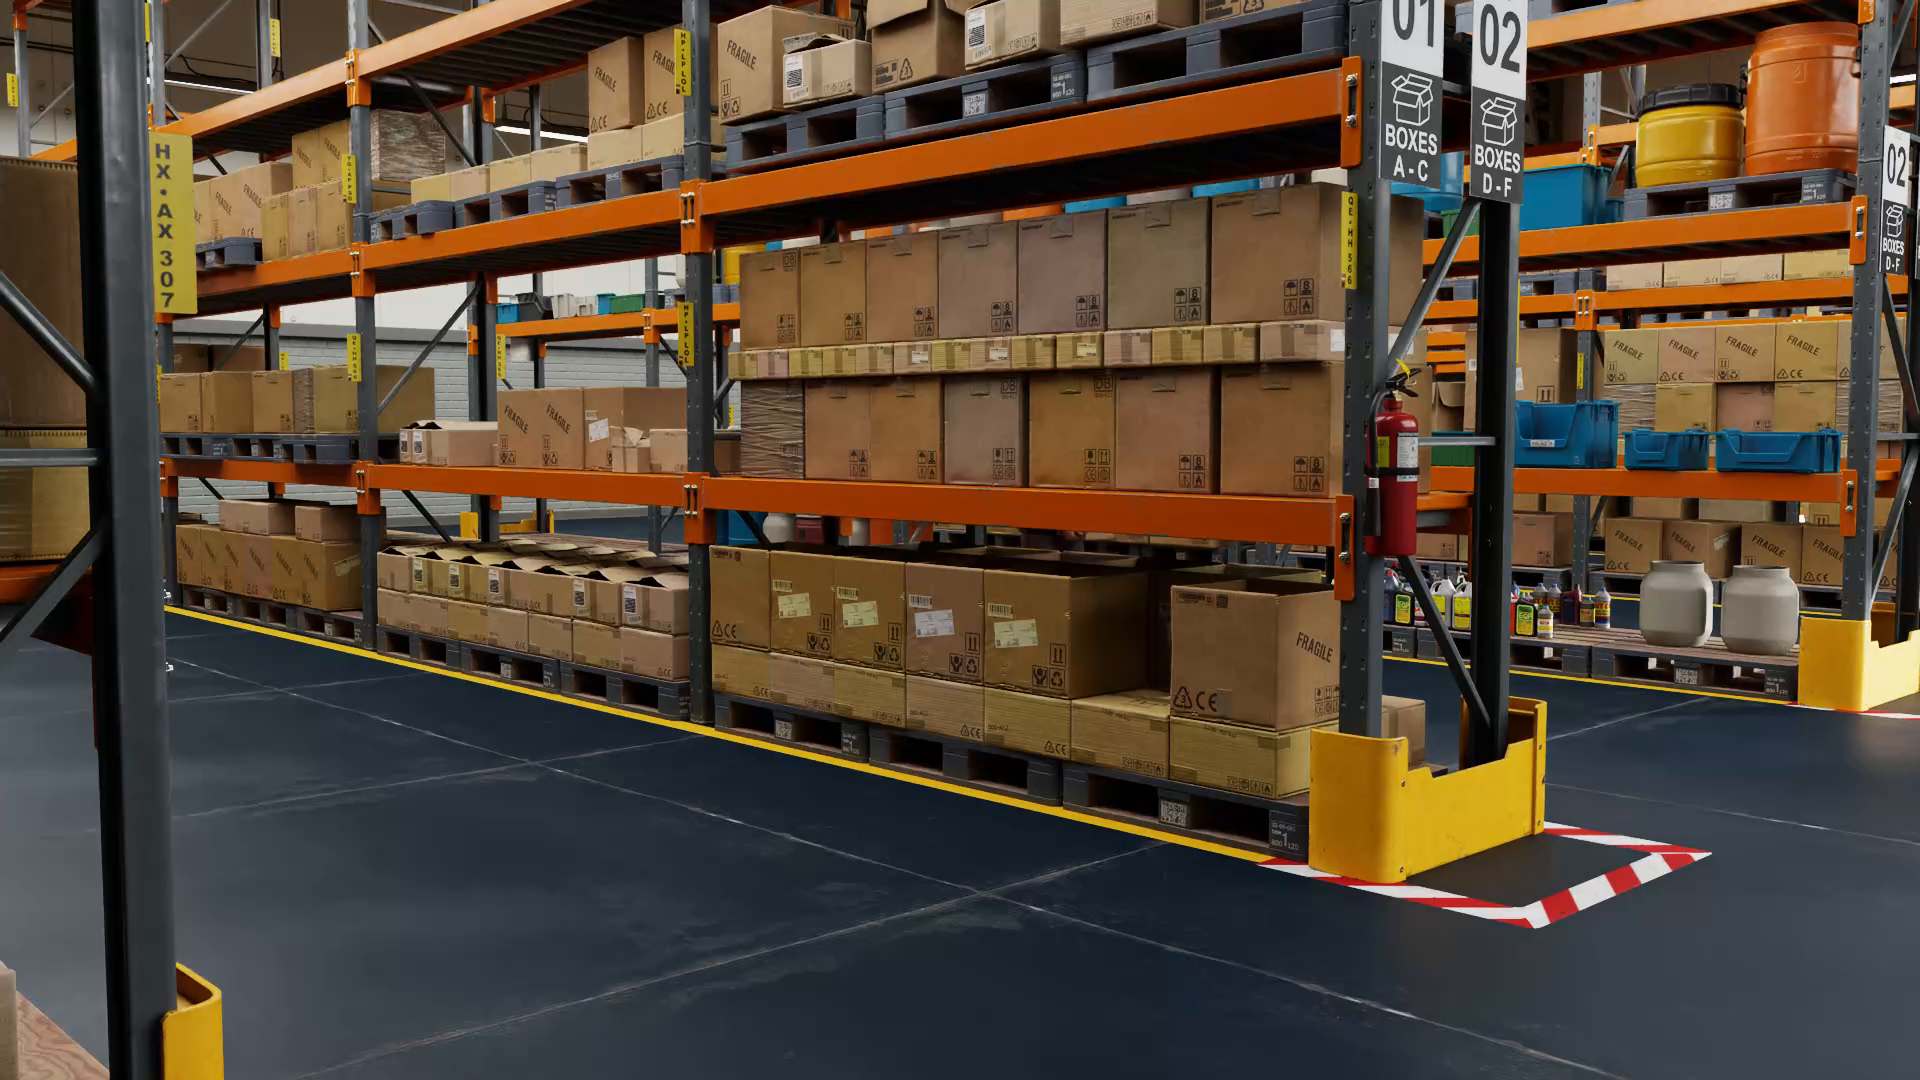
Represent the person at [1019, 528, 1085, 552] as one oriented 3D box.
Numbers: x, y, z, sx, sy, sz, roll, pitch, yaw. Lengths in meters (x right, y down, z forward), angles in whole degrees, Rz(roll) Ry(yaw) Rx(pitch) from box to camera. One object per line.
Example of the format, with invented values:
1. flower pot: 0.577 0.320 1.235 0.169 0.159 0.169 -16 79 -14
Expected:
1. person: 0.656 0.009 10.295 0.494 1.711 0.551 -4 5 -43
